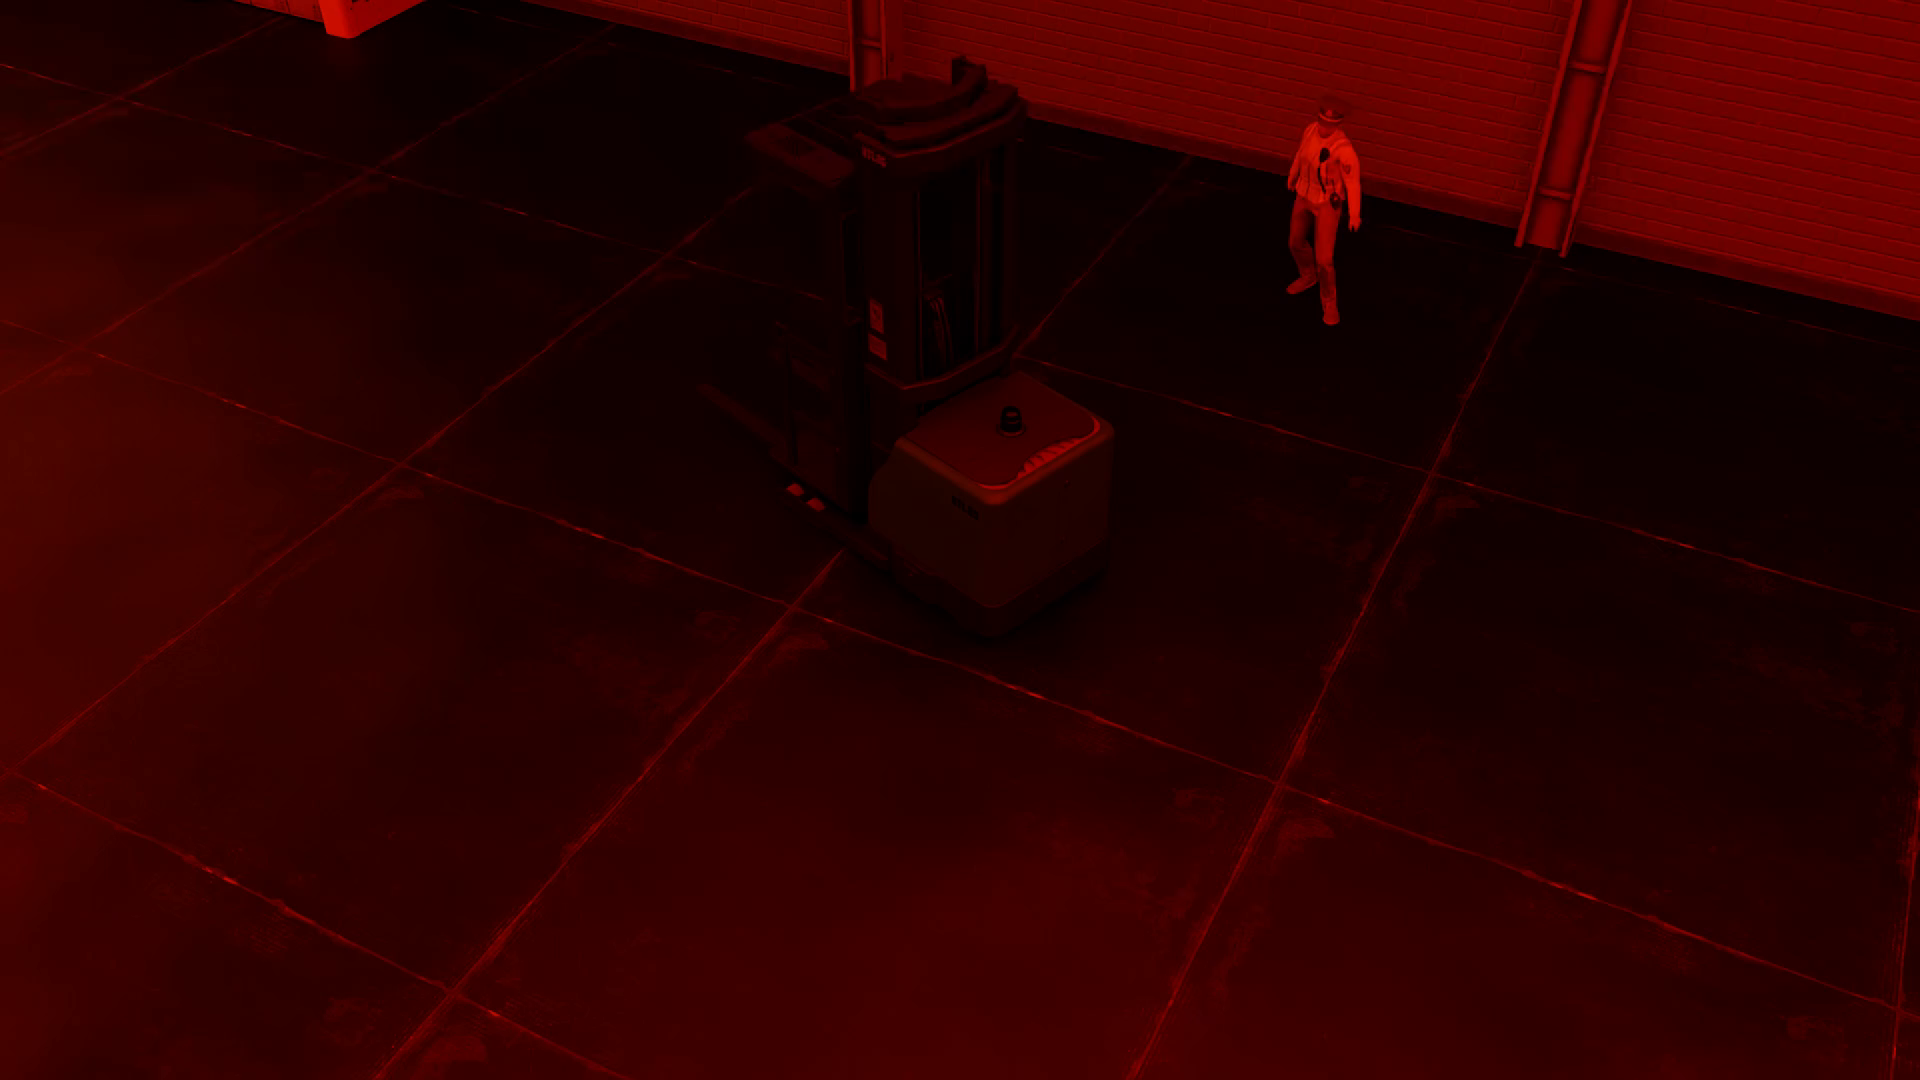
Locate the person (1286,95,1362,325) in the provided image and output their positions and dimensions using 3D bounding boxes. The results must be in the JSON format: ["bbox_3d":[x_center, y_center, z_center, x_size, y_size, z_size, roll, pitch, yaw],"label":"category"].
[{"bbox_3d":[2.584,-2.414,11.888,0.413,1.638,0.807,-22,45,-24],"label":"person"}]

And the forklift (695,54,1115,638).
[{"bbox_3d":[-0.488,-1.418,9.671,1.130,2.935,3.031,-32,49,-32],"label":"forklift"}]
